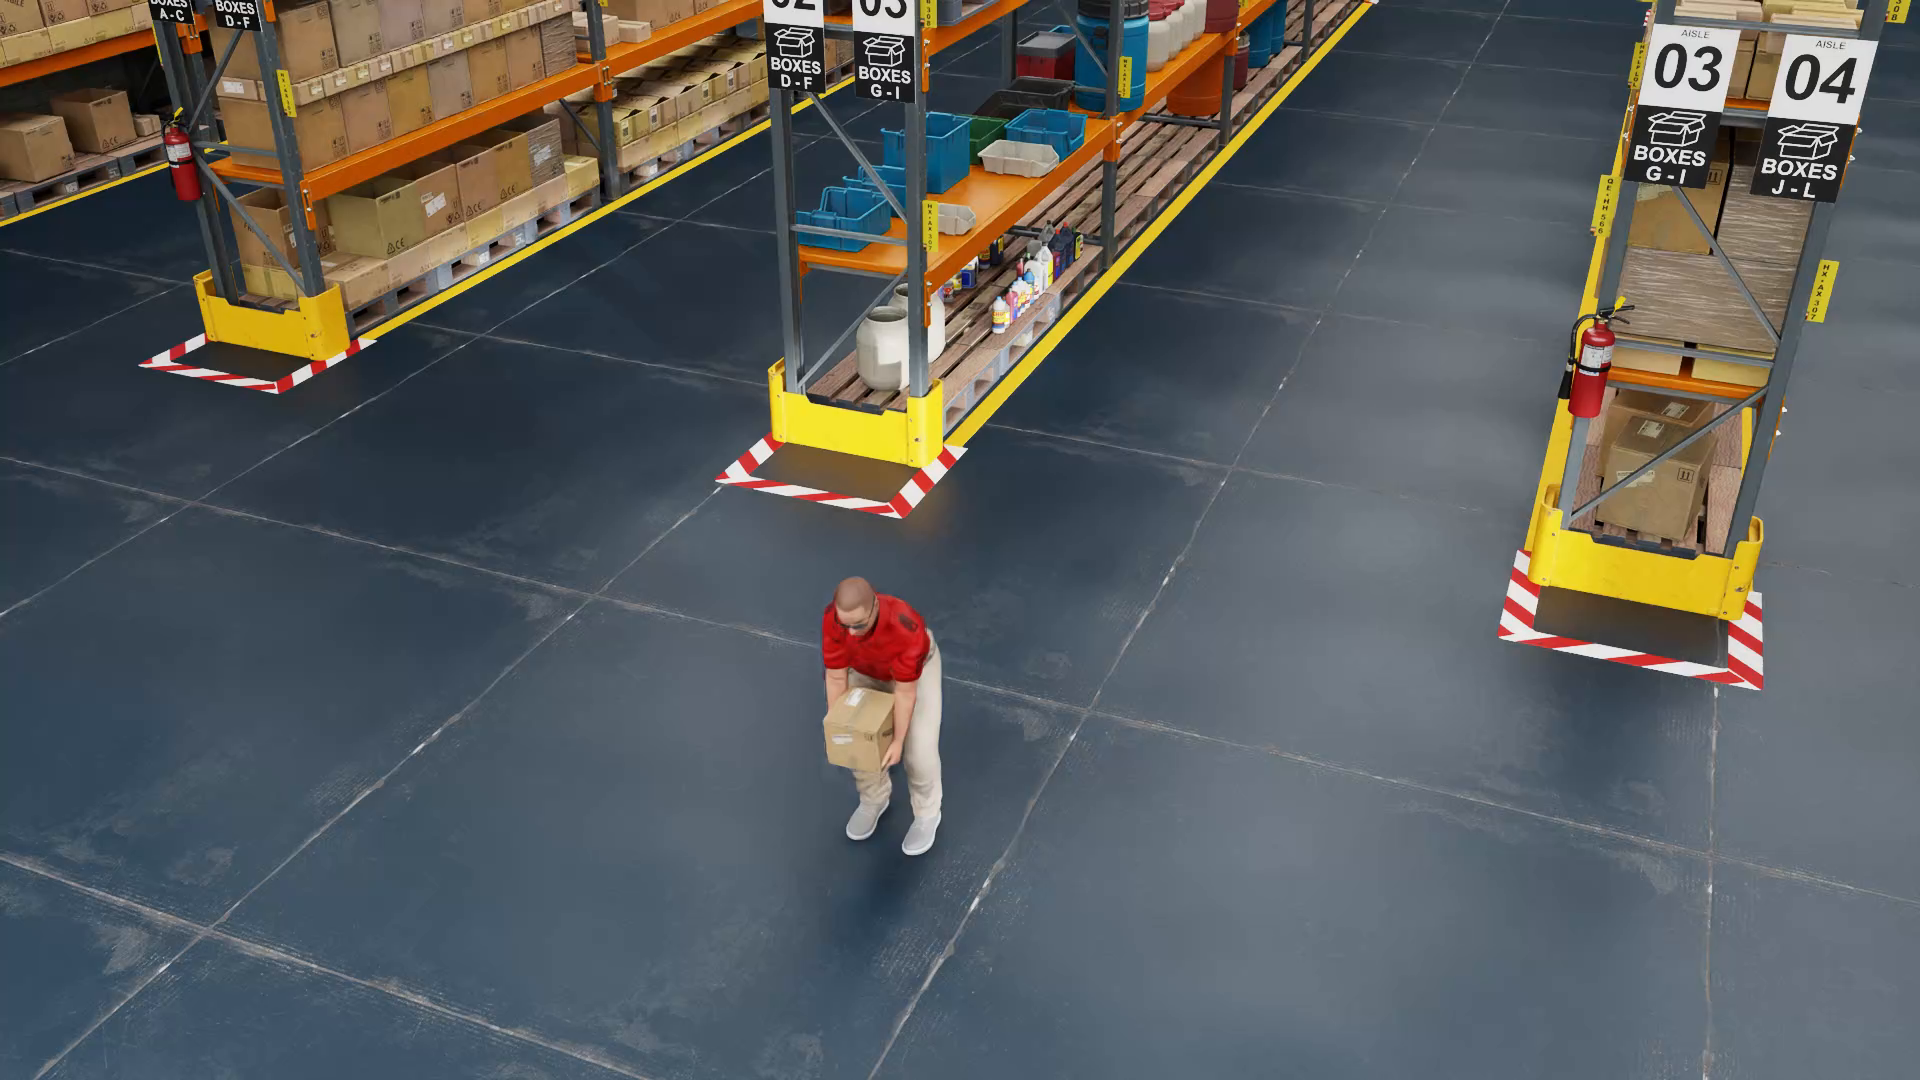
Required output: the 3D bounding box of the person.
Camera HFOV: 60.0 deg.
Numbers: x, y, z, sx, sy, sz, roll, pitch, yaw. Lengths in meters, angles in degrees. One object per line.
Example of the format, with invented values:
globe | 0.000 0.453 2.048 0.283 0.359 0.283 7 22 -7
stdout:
person | -0.313 0.628 7.317 0.494 1.718 0.538 12 32 20
